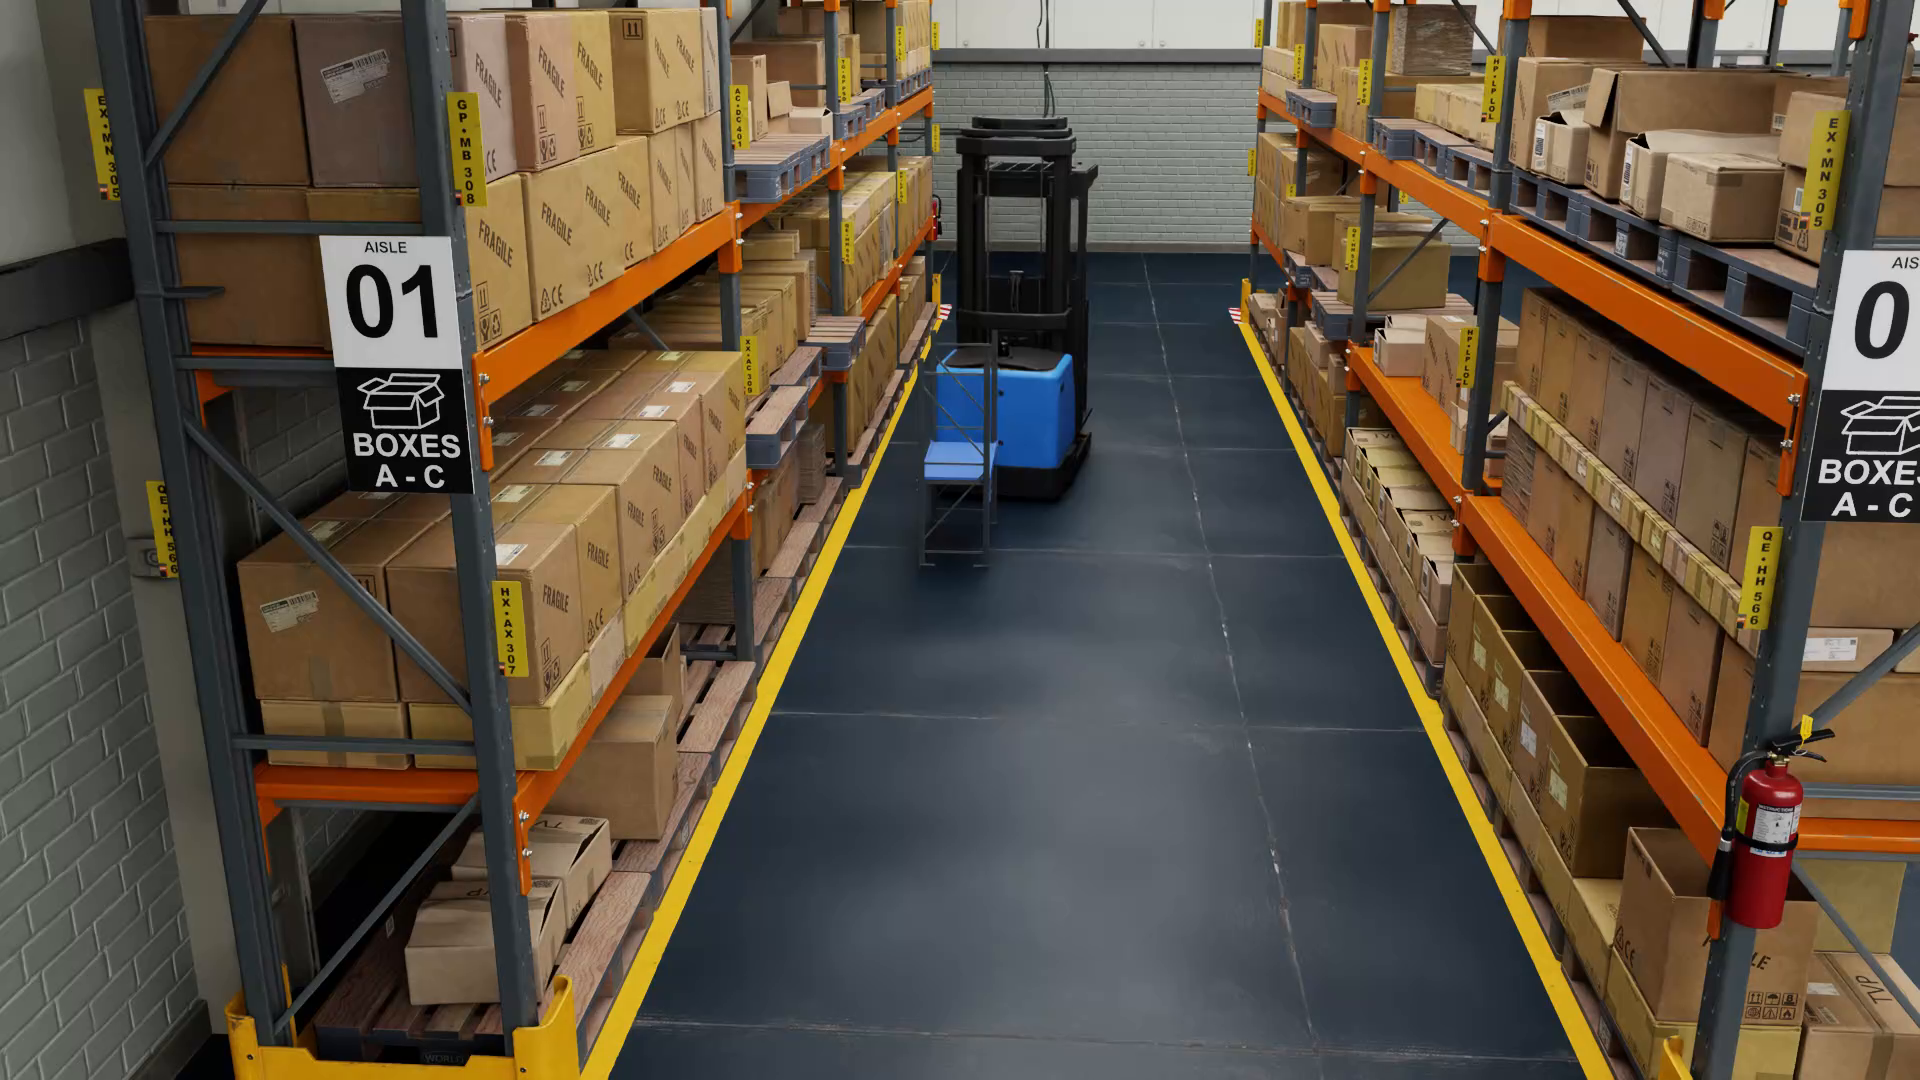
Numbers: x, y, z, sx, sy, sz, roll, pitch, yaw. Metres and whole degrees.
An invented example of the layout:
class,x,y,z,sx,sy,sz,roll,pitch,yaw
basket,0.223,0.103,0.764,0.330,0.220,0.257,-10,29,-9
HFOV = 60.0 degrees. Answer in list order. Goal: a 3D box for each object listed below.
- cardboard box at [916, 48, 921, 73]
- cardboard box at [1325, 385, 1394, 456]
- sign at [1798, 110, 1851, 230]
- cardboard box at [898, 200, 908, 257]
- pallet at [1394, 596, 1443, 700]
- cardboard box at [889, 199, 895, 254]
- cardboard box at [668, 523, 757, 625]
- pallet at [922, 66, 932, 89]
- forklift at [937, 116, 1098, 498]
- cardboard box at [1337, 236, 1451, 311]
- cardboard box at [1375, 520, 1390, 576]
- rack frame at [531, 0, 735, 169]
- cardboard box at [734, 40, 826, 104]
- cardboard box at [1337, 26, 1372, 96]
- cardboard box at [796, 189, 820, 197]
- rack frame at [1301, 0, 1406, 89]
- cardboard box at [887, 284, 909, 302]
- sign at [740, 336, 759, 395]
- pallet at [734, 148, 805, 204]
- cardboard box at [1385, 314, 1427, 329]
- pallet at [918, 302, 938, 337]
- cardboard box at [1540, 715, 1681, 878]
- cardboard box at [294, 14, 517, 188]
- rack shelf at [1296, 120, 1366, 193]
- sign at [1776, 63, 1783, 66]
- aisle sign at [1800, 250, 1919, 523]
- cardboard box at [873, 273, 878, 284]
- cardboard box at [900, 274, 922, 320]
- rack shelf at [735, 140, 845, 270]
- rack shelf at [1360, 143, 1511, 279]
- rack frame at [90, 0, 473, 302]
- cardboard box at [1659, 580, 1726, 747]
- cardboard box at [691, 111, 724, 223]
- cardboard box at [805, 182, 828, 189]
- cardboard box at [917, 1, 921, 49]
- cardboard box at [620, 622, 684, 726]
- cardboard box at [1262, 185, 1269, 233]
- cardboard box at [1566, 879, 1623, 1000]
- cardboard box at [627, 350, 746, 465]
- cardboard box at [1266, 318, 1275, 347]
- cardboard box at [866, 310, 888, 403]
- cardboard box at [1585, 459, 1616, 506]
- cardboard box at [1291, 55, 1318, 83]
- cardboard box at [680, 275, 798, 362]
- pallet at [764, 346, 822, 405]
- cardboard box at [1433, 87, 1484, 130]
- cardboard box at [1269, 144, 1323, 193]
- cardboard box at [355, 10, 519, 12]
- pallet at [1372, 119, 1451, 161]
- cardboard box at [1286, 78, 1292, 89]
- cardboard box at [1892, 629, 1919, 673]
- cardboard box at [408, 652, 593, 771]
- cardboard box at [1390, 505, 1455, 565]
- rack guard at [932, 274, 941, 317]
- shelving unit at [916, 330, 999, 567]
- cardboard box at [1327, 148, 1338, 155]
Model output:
class,x,y,z,sx,sy,sz,roll,pitch,yaw
cardboard box,-0.698,-5.327,18.453,0.500,0.250,0.500,1,18,2
cardboard box,3.359,-1.006,13.984,0.500,0.500,0.500,2,18,6
sign,2.413,-1.029,4.635,0.100,0.325,0.005,1,18,4
cardboard box,-1.073,-3.351,17.352,0.980,0.700,0.700,2,18,5
pallet,3.254,0.649,10.104,1.003,0.211,1.213,1,18,4
cardboard box,-0.910,-3.090,16.366,0.500,0.500,0.500,1,18,3
cardboard box,-1.665,0.194,10.322,0.700,0.500,0.500,2,18,6
pallet,-0.884,-5.436,19.520,1.003,0.211,1.213,1,18,4
forklift,0.565,-2.148,14.271,1.130,2.935,3.031,4,18,11
cardboard box,3.459,-2.134,13.284,0.700,0.500,0.500,-5,19,-15
cardboard box,3.092,0.051,11.191,0.500,0.250,0.500,2,18,5
rack frame,-1.702,-3.407,8.369,1.000,3.000,0.127,1,18,4
cardboard box,-1.452,-3.798,13.512,0.700,0.500,0.500,0,18,1
cardboard box,3.611,-4.082,14.251,0.600,0.600,0.600,1,18,2
cardboard box,-1.524,-2.978,14.819,0.500,0.250,0.500,1,18,3
rack frame,3.813,-5.782,15.618,1.000,3.000,0.127,1,18,4
cardboard box,-0.766,-2.693,18.122,0.380,0.149,0.250,2,18,6
sign,-1.160,-0.958,9.138,0.100,0.325,0.005,1,18,4
pallet,-1.551,-2.082,9.443,1.213,0.211,1.003,1,18,4
cardboard box,3.457,-1.535,12.432,0.500,0.311,0.500,2,18,7
pallet,-0.821,-2.708,20.348,1.003,0.211,1.213,1,18,4
cardboard box,2.752,1.062,6.901,0.500,0.500,0.500,1,18,4
cardboard box,-1.719,-1.386,5.219,0.500,0.500,0.500,0,18,0
rack shelf,3.670,-3.394,14.301,1.077,0.370,4.000,1,18,4
sign,9.590,-5.430,19.529,0.100,0.325,0.005,1,18,4
aisle sign,2.655,-0.426,4.731,0.394,0.787,0.004,1,18,4
cardboard box,-0.972,-2.503,15.617,0.380,0.149,0.250,1,18,4
cardboard box,-0.828,-2.920,19.856,0.700,0.500,0.500,1,18,4
rack shelf,-1.558,-2.261,10.844,1.077,0.370,4.000,1,18,4
rack shelf,3.383,-2.151,10.510,1.077,0.370,4.000,1,18,4
rack frame,-1.988,-2.165,4.577,1.000,3.000,0.127,1,18,4
cardboard box,3.032,0.440,6.102,0.700,0.500,0.500,2,18,5
cardboard box,-1.491,-1.875,8.319,0.500,0.500,0.500,2,18,5
cardboard box,-1.483,-3.140,15.314,0.500,0.250,0.500,1,18,2
cardboard box,-0.697,-5.690,18.355,0.500,0.500,0.500,0,18,1
cardboard box,-1.736,0.746,8.637,0.500,0.500,0.500,0,18,0
cardboard box,3.734,-3.773,18.960,0.500,0.500,0.500,1,18,4
cardboard box,2.720,1.574,6.544,0.500,0.250,0.500,1,18,4
cardboard box,-1.427,-0.697,8.737,0.500,0.500,0.500,1,18,4
cardboard box,3.625,-2.279,18.172,0.500,0.311,0.500,1,18,4
cardboard box,-1.106,-1.738,15.687,0.750,0.750,0.750,2,18,6
cardboard box,2.920,-0.242,7.142,0.380,0.149,0.250,1,18,3
cardboard box,3.577,-4.680,16.510,0.500,0.250,0.500,1,18,4
cardboard box,-1.506,-1.521,11.382,0.700,0.500,0.500,1,18,4
pallet,-1.516,-1.092,11.245,1.003,0.211,1.213,1,18,4
cardboard box,3.530,-2.937,11.319,0.500,0.250,0.500,2,18,5
cardboard box,3.699,-4.089,18.318,0.500,0.500,0.500,1,18,3
cardboard box,-2.089,-1.889,6.756,0.500,0.500,0.500,1,18,4
pallet,3.567,-2.812,11.673,1.213,0.211,1.003,2,18,6
cardboard box,3.629,-4.597,17.060,0.500,0.250,0.500,1,18,4
cardboard box,3.196,0.323,5.418,0.380,0.149,0.250,1,18,4
cardboard box,-1.637,0.604,5.973,0.500,0.250,0.500,1,18,2
cardboard box,3.052,-0.055,10.614,0.500,0.311,0.500,1,18,4
rack guard,-0.840,-3.103,21.089,1.175,0.500,0.348,1,18,4
shelving unit,-0.006,-0.686,12.109,0.538,1.500,1.048,1,18,4
cardboard box,4.201,-3.914,17.784,0.500,0.500,0.500,1,18,2
